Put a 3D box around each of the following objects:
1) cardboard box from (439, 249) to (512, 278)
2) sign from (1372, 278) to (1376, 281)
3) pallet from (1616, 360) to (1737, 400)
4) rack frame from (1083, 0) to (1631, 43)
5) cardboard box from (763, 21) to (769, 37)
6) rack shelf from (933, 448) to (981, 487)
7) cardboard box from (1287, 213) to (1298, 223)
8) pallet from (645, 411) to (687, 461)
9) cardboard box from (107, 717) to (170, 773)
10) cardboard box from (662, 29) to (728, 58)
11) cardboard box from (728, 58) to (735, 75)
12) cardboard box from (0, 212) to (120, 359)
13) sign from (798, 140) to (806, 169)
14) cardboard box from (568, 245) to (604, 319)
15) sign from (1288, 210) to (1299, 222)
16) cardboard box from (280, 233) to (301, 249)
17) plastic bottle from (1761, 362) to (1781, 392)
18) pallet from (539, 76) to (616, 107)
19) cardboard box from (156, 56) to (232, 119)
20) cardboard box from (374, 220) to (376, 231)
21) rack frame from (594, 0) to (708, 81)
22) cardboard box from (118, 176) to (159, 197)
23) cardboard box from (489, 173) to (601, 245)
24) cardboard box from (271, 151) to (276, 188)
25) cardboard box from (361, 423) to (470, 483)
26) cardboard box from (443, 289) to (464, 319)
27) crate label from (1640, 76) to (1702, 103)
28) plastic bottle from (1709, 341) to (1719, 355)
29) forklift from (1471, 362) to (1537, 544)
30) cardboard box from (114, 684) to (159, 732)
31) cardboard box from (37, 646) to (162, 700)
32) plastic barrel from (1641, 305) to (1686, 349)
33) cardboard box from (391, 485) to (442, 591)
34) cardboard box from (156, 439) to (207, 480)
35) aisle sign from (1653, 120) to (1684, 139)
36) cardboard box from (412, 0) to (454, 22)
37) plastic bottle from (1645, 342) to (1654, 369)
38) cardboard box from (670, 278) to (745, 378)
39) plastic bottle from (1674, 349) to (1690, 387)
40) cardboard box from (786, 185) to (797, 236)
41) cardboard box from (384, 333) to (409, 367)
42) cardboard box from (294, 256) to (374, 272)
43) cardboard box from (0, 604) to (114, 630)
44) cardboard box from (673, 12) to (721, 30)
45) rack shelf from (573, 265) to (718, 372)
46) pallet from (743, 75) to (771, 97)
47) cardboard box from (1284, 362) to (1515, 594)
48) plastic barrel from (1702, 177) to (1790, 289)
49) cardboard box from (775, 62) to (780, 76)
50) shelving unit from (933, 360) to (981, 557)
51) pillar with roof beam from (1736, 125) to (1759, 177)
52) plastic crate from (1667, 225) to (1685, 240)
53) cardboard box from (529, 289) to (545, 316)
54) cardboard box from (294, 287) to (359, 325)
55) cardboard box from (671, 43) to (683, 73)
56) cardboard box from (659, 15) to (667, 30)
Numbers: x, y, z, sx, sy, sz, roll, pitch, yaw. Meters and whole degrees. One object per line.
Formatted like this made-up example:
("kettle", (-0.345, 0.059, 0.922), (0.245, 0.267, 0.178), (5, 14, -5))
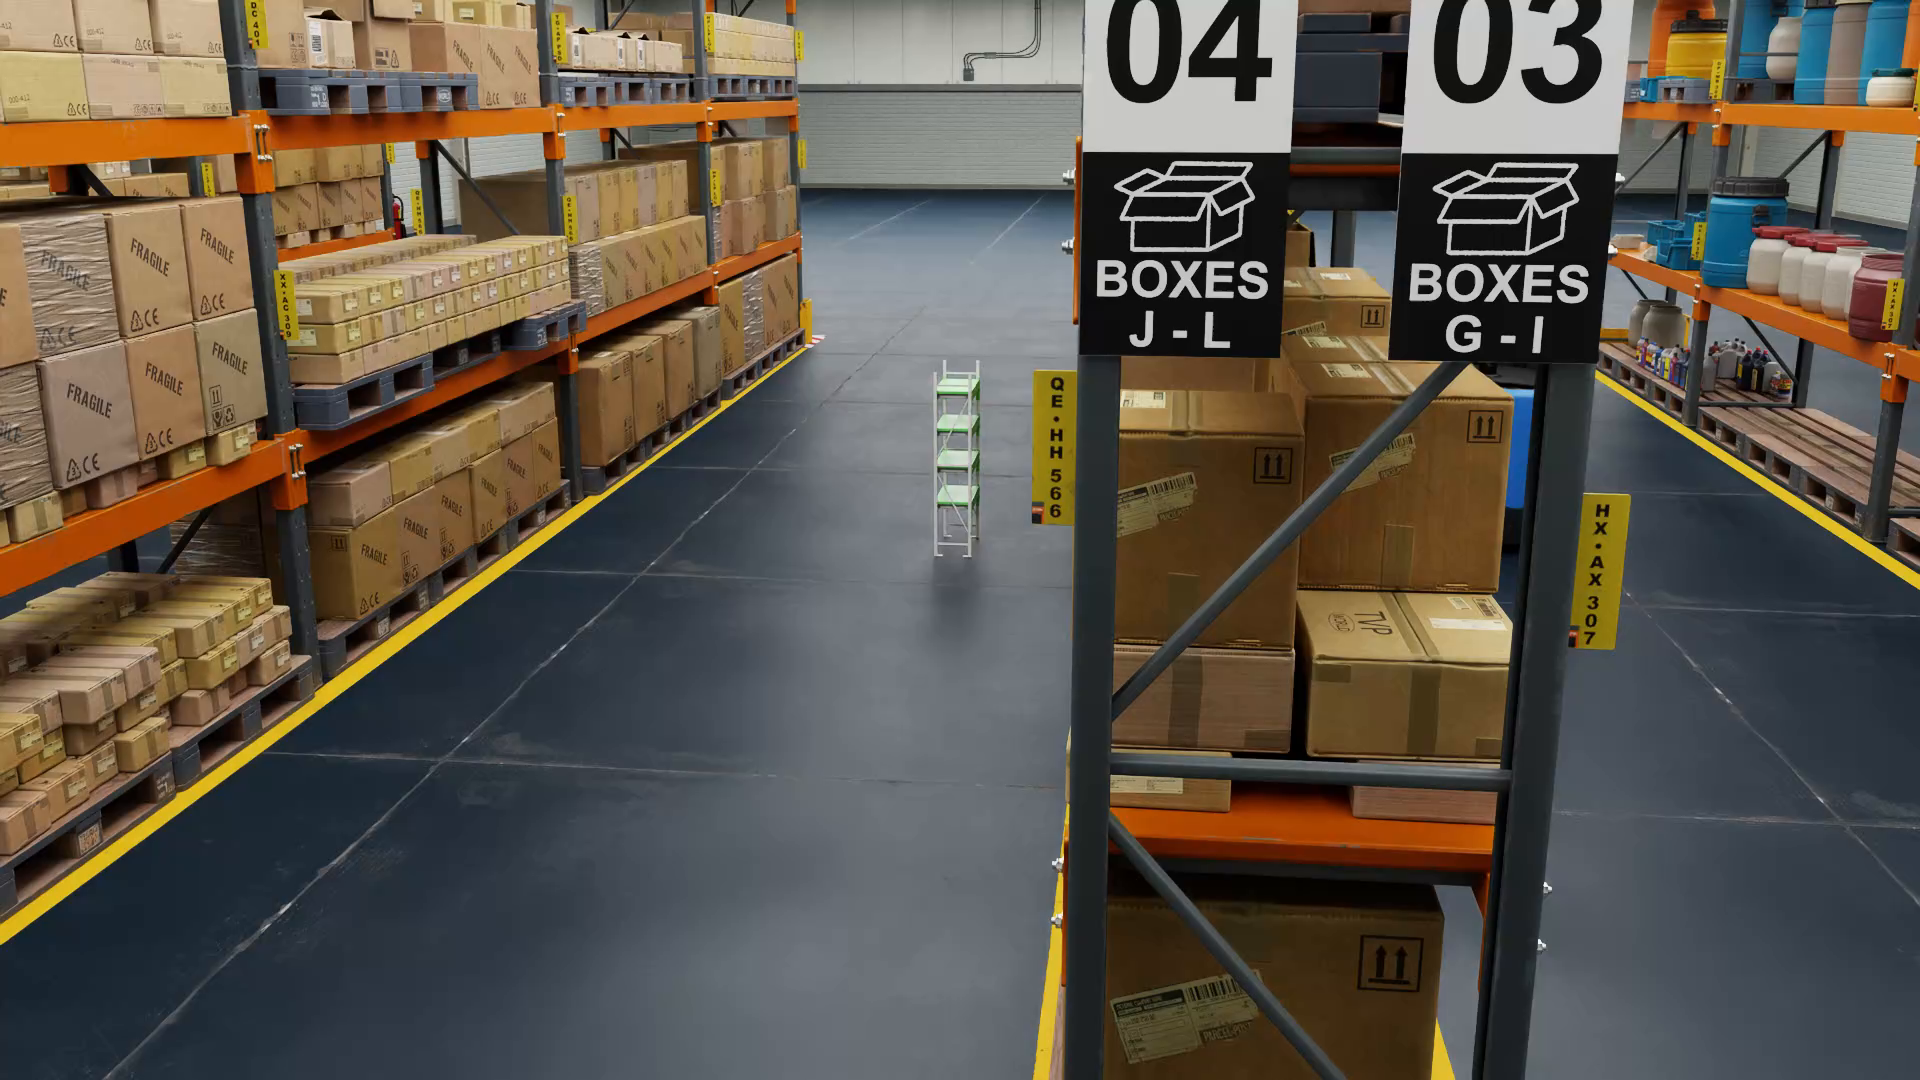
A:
("cardboard box", (-2.996, -1.707, 10.265), (0.380, 0.149, 0.250), (2, 15, 6))
("sign", (1.741, -0.974, 7.208), (0.100, 0.325, 0.005), (2, 15, 6))
("pallet", (7.266, -1.607, 16.701), (1.003, 0.211, 1.213), (2, 15, 6))
("rack frame", (0.738, -2.393, 2.771), (1.000, 3.000, 0.127), (2, 15, 6))
("cardboard box", (-2.218, -5.354, 17.427), (0.380, 0.149, 0.250), (1, 15, 5))
("rack shelf", (-0.019, -0.475, 10.863), (0.258, 0.148, 0.480), (2, 15, 6))
("cardboard box", (1.342, -1.410, 8.517), (0.797, 0.503, 0.637), (2, 15, 7))
("pallet", (-2.972, -0.915, 14.143), (1.003, 0.211, 1.213), (2, 15, 6))
("cardboard box", (-3.550, 0.847, 6.939), (0.380, 0.149, 0.250), (2, 15, 6))
("cardboard box", (-2.492, -4.670, 15.661), (0.500, 0.250, 0.500), (2, 15, 7))
("cardboard box", (-2.389, -4.575, 16.074), (0.380, 0.149, 0.250), (2, 15, 6))
("cardboard box", (-3.637, -0.984, 6.379), (0.500, 0.500, 0.500), (2, 15, 8))
("sign", (-1.836, -4.472, 19.283), (0.100, 0.325, 0.005), (2, 15, 6))
("cardboard box", (-2.957, -1.900, 12.252), (0.500, 0.500, 0.500), (2, 15, 7))
("sign", (2.192, -2.115, 11.019), (0.100, 0.325, 0.005), (2, 15, 6))
("cardboard box", (-7.247, -3.183, 17.669), (0.380, 0.149, 0.250), (2, 15, 7))
("plastic bottle", (7.494, -1.515, 15.393), (0.152, 0.276, 0.135), (2, 15, 8))
("pallet", (-3.256, -3.269, 12.121), (1.213, 0.211, 1.003), (2, 15, 9))
("cardboard box", (-3.515, -1.947, 7.155), (0.500, 0.250, 0.500), (2, 15, 8))
("cardboard box", (-7.133, -3.714, 19.631), (0.380, 0.149, 0.250), (2, 15, 8))
("rack frame", (-2.825, -5.677, 14.918), (1.000, 3.000, 0.127), (2, 15, 6))
("cardboard box", (-7.634, -3.040, 15.093), (0.500, 0.500, 0.500), (2, 15, 7))
("cardboard box", (-3.160, -2.522, 12.635), (0.700, 0.500, 0.500), (1, 15, 5))
("cardboard box", (-7.410, -3.815, 16.847), (0.700, 0.500, 0.500), (2, 15, 7))
("cardboard box", (-3.262, -0.519, 9.881), (0.500, 0.250, 0.500), (2, 15, 8))
("cardboard box", (-3.083, -1.360, 9.553), (0.380, 0.149, 0.250), (1, 15, 5))
("crate label", (6.925, -4.401, 16.229), (0.502, 0.251, 0.408), (2, 15, 6))
("plastic bottle", (7.531, -1.851, 16.621), (0.061, 0.283, 0.133), (2, 15, 6))
("forklift", (3.615, -1.715, 11.890), (1.130, 2.935, 3.031), (2, 15, 8))
("cardboard box", (-3.613, 0.684, 6.973), (0.380, 0.149, 0.250), (2, 15, 8))
("cardboard box", (-3.565, 0.550, 6.898), (0.380, 0.149, 0.250), (1, 15, 4))
("plastic barrel", (7.410, -2.199, 17.510), (0.421, 0.512, 0.421), (0, 15, 0))
("cardboard box", (-3.323, -0.023, 9.486), (0.500, 0.500, 0.500), (2, 15, 9))
("cardboard box", (-3.538, -0.366, 7.252), (0.380, 0.149, 0.250), (2, 15, 8))
("aisle sign", (7.768, -4.765, 18.058), (0.394, 0.787, 0.004), (2, 15, 6))
("cardboard box", (-3.188, -3.163, 9.707), (0.396, 0.266, 0.258), (2, 15, 6))
("plastic bottle", (6.912, -1.846, 16.626), (0.097, 0.271, 0.097), (0, 15, 0))
("cardboard box", (-2.684, -2.119, 16.519), (0.875, 0.875, 0.875), (2, 15, 7))
("plastic bottle", (6.821, -1.622, 15.646), (0.144, 0.351, 0.185), (1, 15, 3))
("cardboard box", (-2.370, -3.793, 19.157), (0.875, 0.550, 0.550), (2, 15, 6))
("cardboard box", (-3.169, -1.013, 8.839), (0.380, 0.149, 0.250), (2, 15, 7))
("cardboard box", (-3.699, -1.593, 9.843), (0.380, 0.149, 0.250), (1, 15, 5))
("cardboard box", (-4.042, 0.400, 7.454), (0.380, 0.149, 0.250), (1, 15, 5))
("cardboard box", (-2.446, -4.828, 15.482), (0.380, 0.149, 0.250), (2, 15, 7))
("rack shelf", (-3.051, -1.915, 13.876), (1.077, 0.370, 4.000), (2, 15, 6))
("pallet", (-2.582, -4.714, 17.271), (1.003, 0.211, 1.213), (2, 15, 6))
("cardboard box", (1.117, -0.176, 4.347), (0.500, 0.500, 0.500), (1, 15, 5))
("plastic barrel", (6.669, -2.614, 14.121), (0.600, 0.901, 0.708), (2, 15, 6))
("cardboard box", (-2.161, -5.103, 18.025), (0.380, 0.149, 0.250), (2, 15, 7))
("shelving unit", (-0.019, -0.536, 10.847), (0.258, 1.200, 0.503), (2, 15, 6))
("pillar with roof beam", (17.197, -13.805, 44.977), (9.100, 9.000, 0.400), (2, 15, 6))
("plastic crate", (7.627, -3.122, 17.245), (0.499, 0.251, 0.408), (2, 15, 6))
("cardboard box", (-2.934, -1.553, 10.834), (0.380, 0.149, 0.250), (2, 15, 7))
("cardboard box", (-3.226, -1.164, 8.256), (0.380, 0.149, 0.250), (2, 15, 9))
("cardboard box", (-2.746, -4.220, 14.566), (0.500, 0.250, 0.500), (2, 15, 7))
("cardboard box", (-3.043, -4.979, 16.039), (0.380, 0.149, 0.250), (2, 15, 6))
